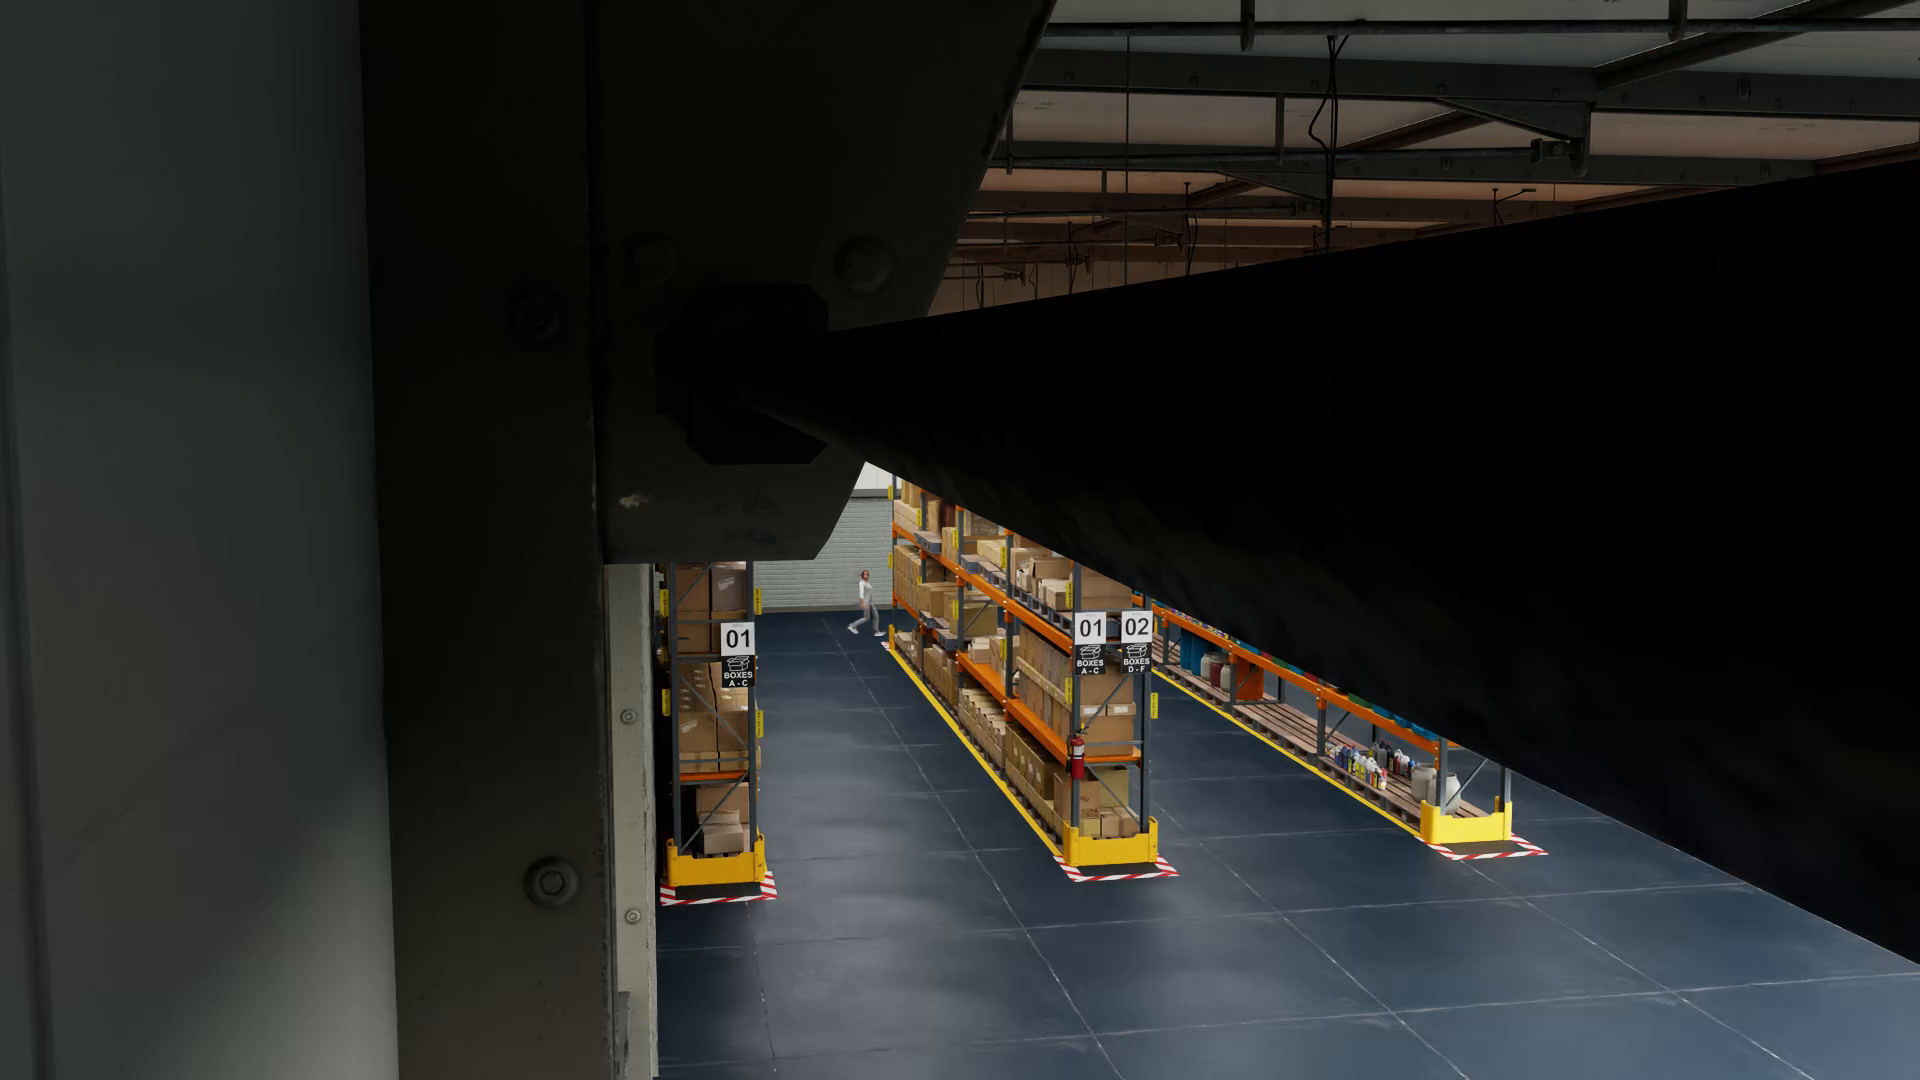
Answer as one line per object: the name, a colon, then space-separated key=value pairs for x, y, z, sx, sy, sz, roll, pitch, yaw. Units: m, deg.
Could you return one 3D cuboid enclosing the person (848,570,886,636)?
person: x=-2.122 y=1.451 z=38.075 sx=0.827 sy=1.533 sz=0.474 roll=1 pitch=6 yaw=8
